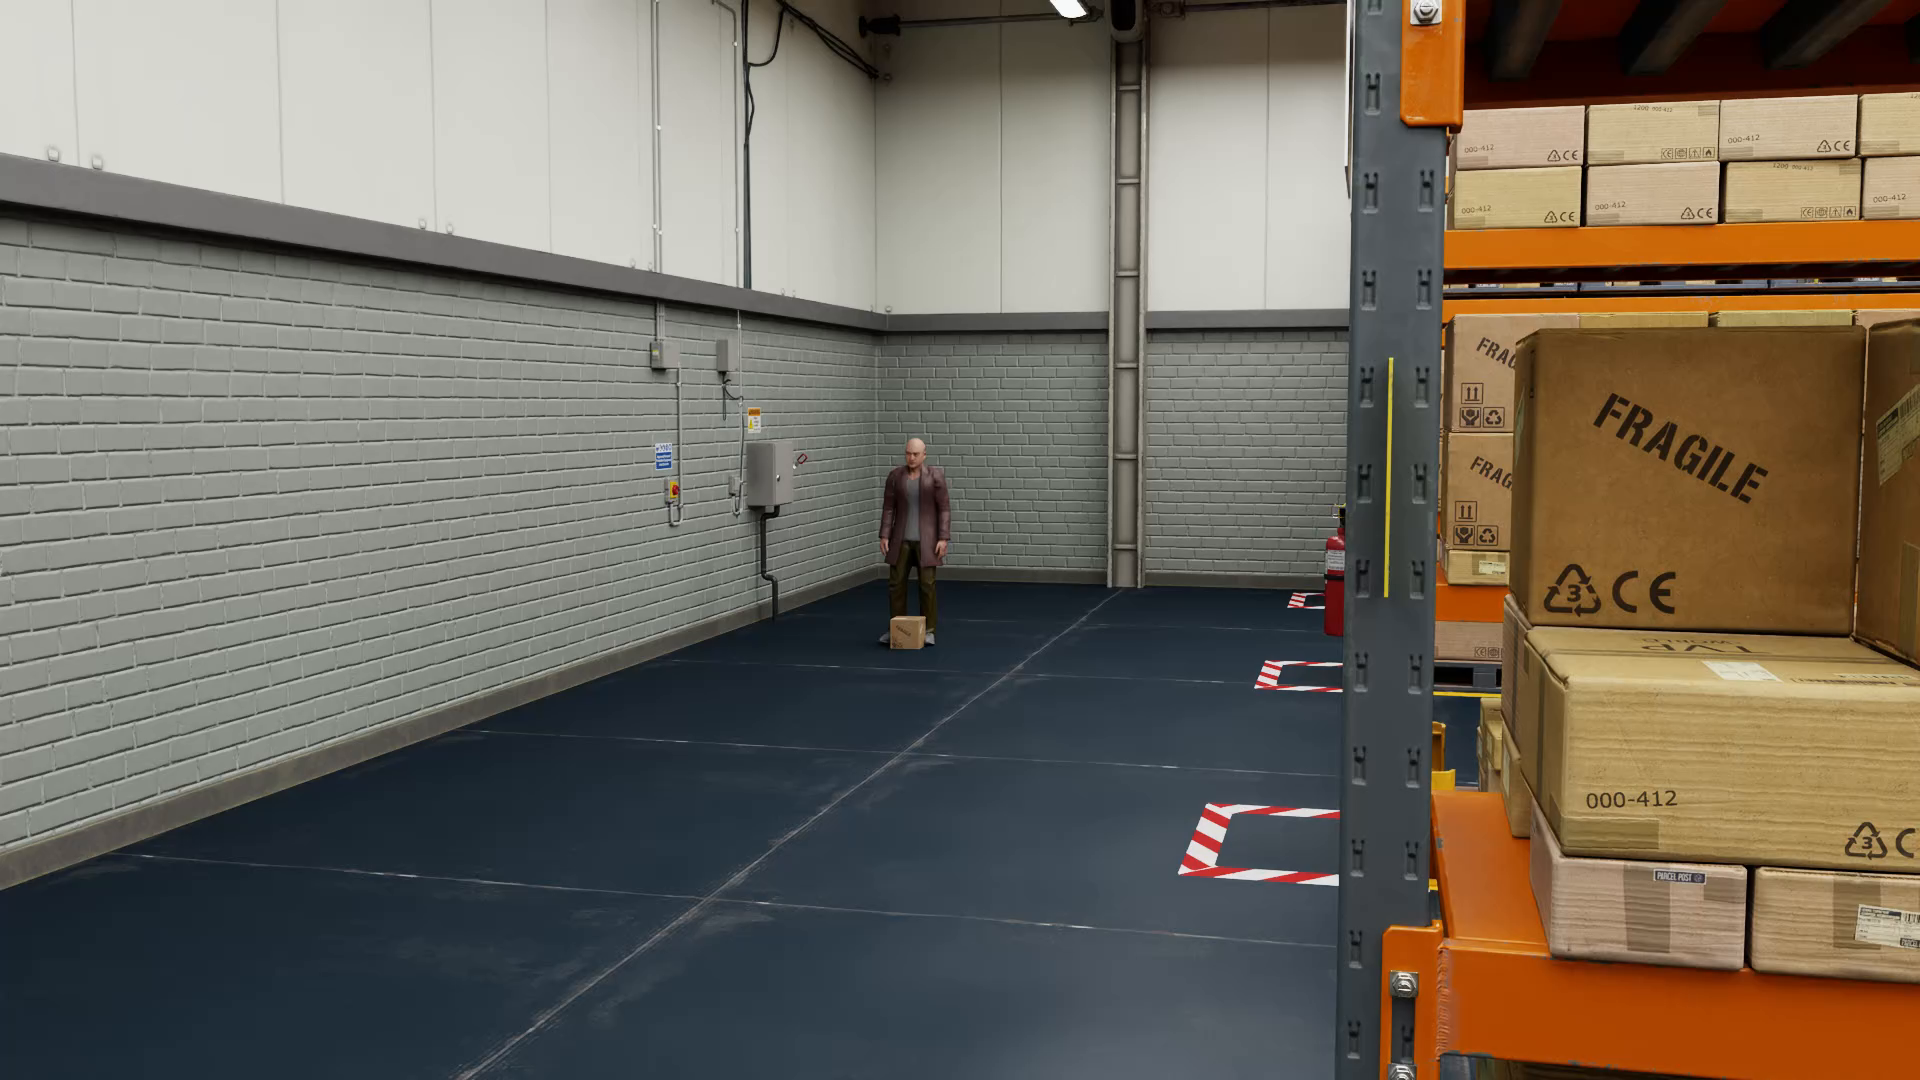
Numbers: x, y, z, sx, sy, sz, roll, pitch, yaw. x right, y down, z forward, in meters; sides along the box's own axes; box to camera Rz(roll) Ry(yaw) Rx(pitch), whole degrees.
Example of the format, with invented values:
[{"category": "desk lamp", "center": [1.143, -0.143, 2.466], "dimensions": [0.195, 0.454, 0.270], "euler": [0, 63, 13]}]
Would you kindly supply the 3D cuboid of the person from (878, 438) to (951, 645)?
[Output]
[{"category": "person", "center": [-0.392, 0.009, 14.351], "dimensions": [0.643, 1.774, 0.423], "euler": [1, 5, 14]}]
